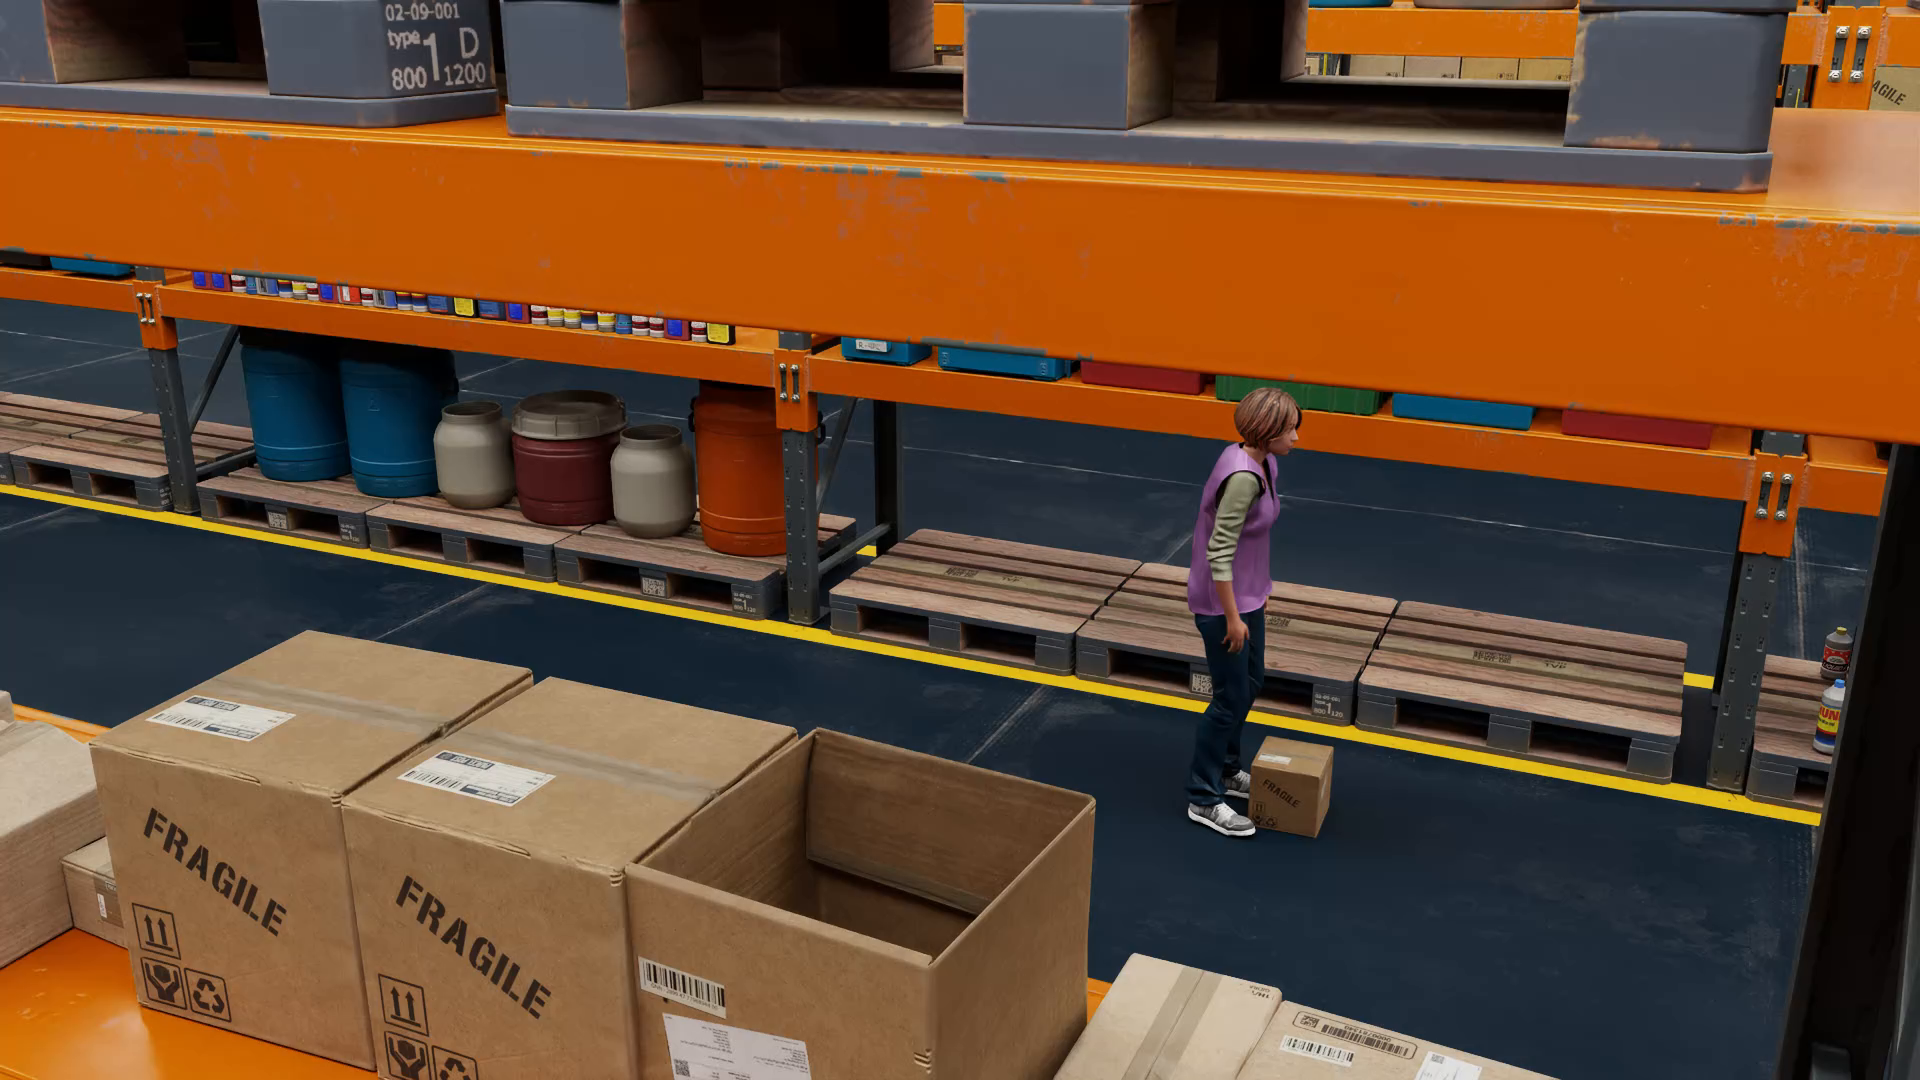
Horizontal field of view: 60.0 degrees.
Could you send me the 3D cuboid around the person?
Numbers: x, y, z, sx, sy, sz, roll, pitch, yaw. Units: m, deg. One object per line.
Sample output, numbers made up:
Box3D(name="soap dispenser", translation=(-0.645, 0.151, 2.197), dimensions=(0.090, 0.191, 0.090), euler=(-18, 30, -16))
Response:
Box3D(name="person", translation=(0.989, 0.233, 5.919), dimensions=(0.347, 1.593, 0.477), euler=(8, 21, 21))
